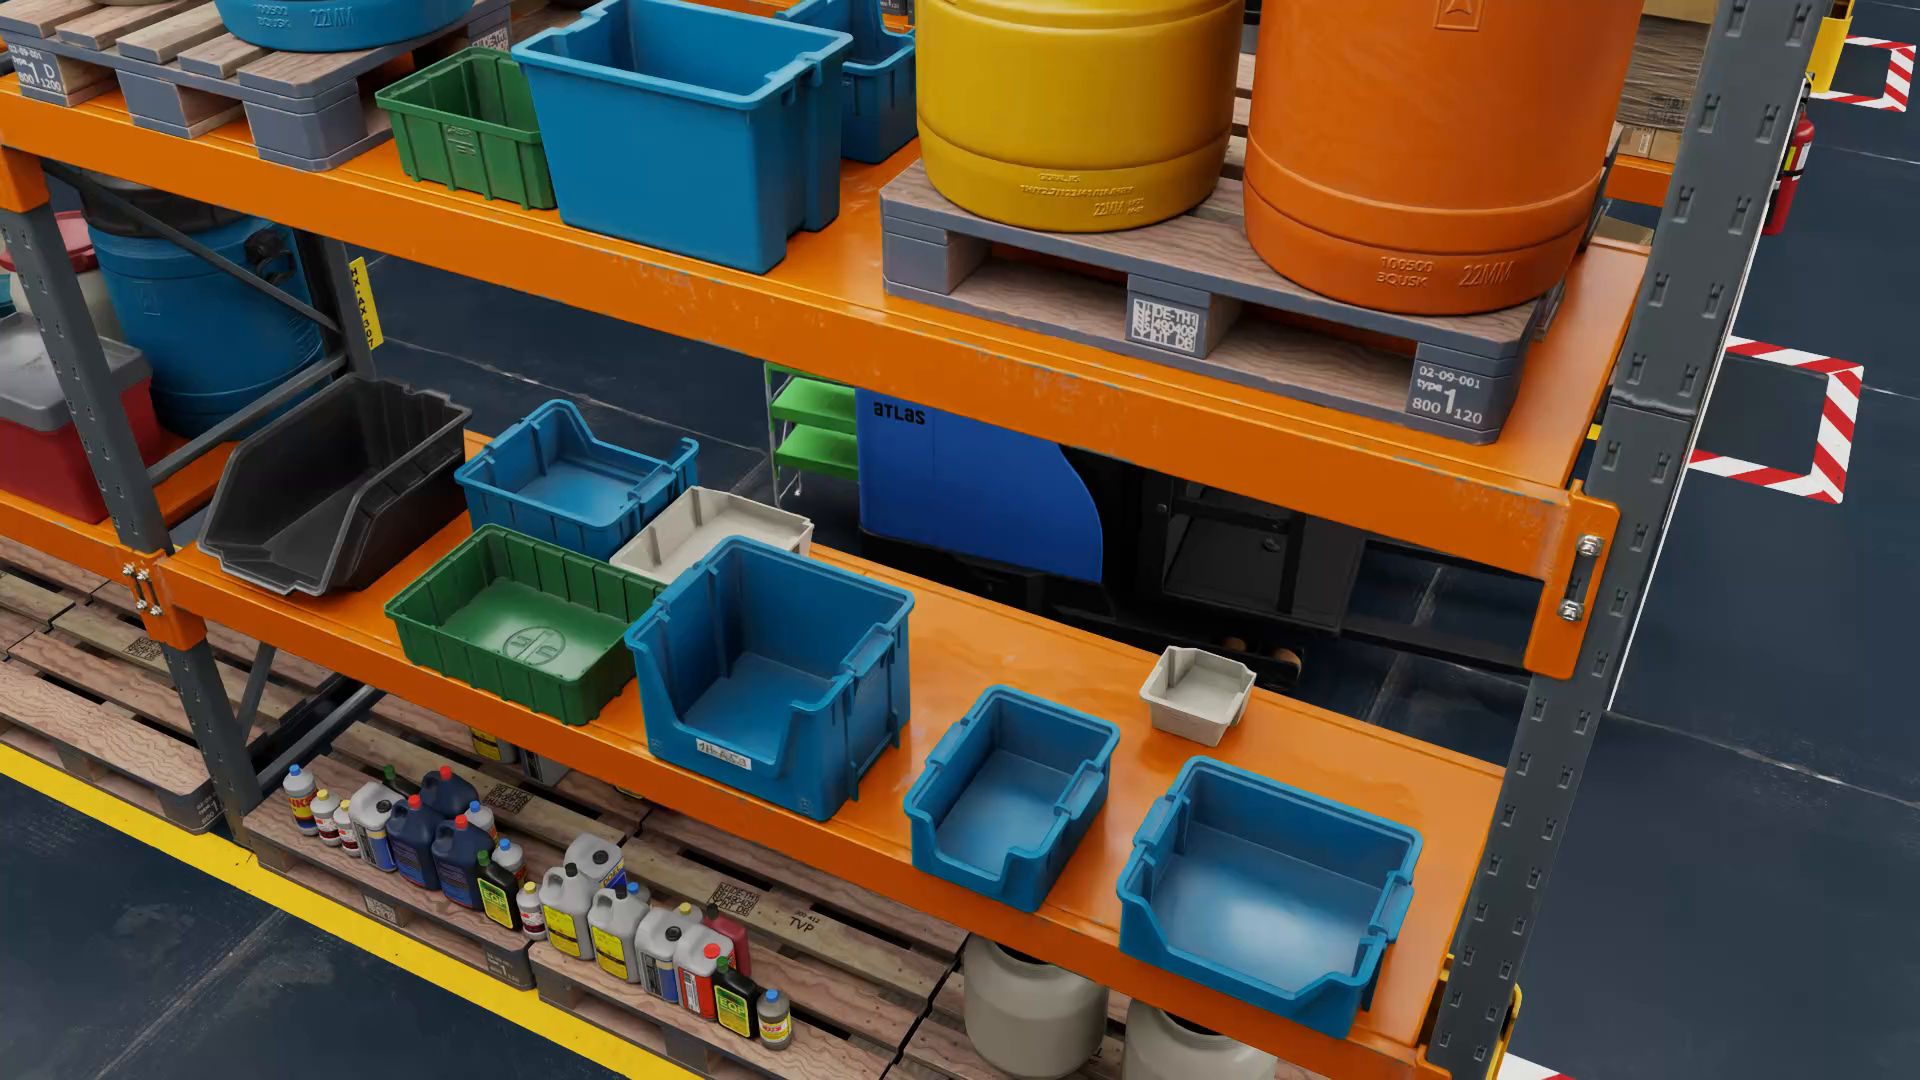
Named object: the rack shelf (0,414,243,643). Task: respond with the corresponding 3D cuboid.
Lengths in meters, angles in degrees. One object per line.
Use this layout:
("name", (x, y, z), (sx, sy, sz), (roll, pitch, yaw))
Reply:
("rack shelf", (-4.041, -0.650, 6.220), (4.000, 0.370, 1.077), (17, 41, 21))

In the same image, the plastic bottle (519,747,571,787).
("plastic bottle", (-1.436, 0.693, 5.744), (0.135, 0.276, 0.152), (17, 41, 21))

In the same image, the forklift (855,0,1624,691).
("forklift", (1.149, -0.945, 6.071), (3.031, 2.935, 1.130), (12, 39, 16))

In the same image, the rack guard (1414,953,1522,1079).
("rack guard", (1.198, 1.732, 4.555), (0.348, 0.500, 1.175), (17, 41, 21))

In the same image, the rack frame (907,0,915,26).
("rack frame", (0.013, -3.040, 8.773), (0.127, 3.000, 1.000), (17, 41, 21))

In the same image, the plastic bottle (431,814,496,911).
("plastic bottle", (-1.572, 0.999, 5.280), (0.185, 0.351, 0.144), (16, 40, 20))

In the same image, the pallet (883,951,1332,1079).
("pallet", (0.479, 1.618, 4.944), (1.213, 0.211, 1.003), (17, 41, 21))

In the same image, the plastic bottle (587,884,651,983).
("plastic bottle", (-1.029, 1.169, 5.056), (0.185, 0.351, 0.144), (19, 41, 23))

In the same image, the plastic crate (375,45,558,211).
("plastic crate", (-0.989, -0.906, 3.657), (0.450, 0.188, 0.336), (17, 41, 21))

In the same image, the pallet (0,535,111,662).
("pallet", (-4.068, 0.194, 6.820), (1.213, 0.211, 1.003), (17, 41, 21))

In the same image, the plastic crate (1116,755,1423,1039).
("plastic crate", (0.705, 0.813, 3.822), (0.616, 0.251, 0.499), (17, 41, 21))

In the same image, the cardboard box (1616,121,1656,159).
("cardboard box", (2.995, -1.866, 7.435), (0.250, 0.149, 0.380), (17, 41, 21))

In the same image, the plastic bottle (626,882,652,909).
("plastic bottle", (-1.012, 1.152, 5.203), (0.097, 0.201, 0.097), (0, 37, 0))

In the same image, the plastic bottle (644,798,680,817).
("plastic bottle", (-1.010, 0.798, 5.600), (0.133, 0.283, 0.061), (17, 41, 21))

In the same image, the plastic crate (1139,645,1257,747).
("plastic crate", (0.640, 0.415, 4.440), (0.250, 0.136, 0.298), (17, 41, 21))

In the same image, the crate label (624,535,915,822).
("crate label", (-0.472, 0.351, 4.277), (0.616, 0.435, 0.502), (17, 41, 21))

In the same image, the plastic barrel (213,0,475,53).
("plastic barrel", (-1.431, -1.608, 3.644), (0.708, 0.901, 0.600), (17, 41, 21))

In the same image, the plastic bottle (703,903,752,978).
("plastic bottle", (-0.709, 1.221, 5.043), (0.133, 0.283, 0.061), (17, 41, 21))

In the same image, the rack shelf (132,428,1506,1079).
("rack shelf", (-0.489, 0.462, 4.755), (4.000, 0.370, 1.077), (17, 41, 21))

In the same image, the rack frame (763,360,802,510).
("rack frame", (-0.767, -0.640, 7.101), (0.015, 1.200, 0.240), (12, 39, 16))

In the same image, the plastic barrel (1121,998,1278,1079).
("plastic barrel", (0.667, 1.414, 4.617), (0.421, 0.512, 0.421), (0, 37, 0))

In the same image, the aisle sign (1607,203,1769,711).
("aisle sign", (1.214, -0.124, 2.783), (0.004, 0.787, 0.394), (17, 41, 21))

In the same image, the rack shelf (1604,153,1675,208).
("rack shelf", (1.788, -2.197, 8.258), (4.000, 0.370, 1.077), (17, 41, 21))

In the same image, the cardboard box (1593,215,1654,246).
("cardboard box", (3.018, -1.282, 8.178), (0.500, 0.500, 0.500), (25, 44, 29))

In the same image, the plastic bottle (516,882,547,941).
("plastic bottle", (-1.331, 1.150, 5.205), (0.097, 0.201, 0.097), (0, 37, 0))

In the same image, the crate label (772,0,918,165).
("crate label", (-0.224, -1.102, 3.862), (0.408, 0.251, 0.502), (17, 41, 21))

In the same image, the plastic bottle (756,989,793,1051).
("plastic bottle", (-0.546, 1.396, 4.881), (0.097, 0.201, 0.097), (0, 37, 0))

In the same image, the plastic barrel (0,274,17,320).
("plastic barrel", (-3.370, -0.776, 5.905), (0.301, 0.262, 0.301), (0, 37, 0))

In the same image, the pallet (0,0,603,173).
("pallet", (-1.580, -1.352, 4.225), (1.003, 0.211, 1.213), (17, 41, 21))

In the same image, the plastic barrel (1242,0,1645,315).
("plastic barrel", (0.797, -0.868, 2.729), (0.708, 0.830, 0.600), (17, 41, 21))

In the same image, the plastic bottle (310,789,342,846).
("plastic bottle", (-2.094, 0.911, 5.519), (0.097, 0.201, 0.097), (0, 37, 0))

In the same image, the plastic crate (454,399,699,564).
("plastic crate", (-1.158, -0.159, 5.102), (0.616, 0.251, 0.499), (17, 41, 21))

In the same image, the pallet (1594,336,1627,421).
("pallet", (2.792, -1.083, 8.502), (1.213, 0.211, 1.003), (17, 41, 21))

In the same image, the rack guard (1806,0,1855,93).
("rack guard", (5.957, -3.560, 11.526), (0.348, 0.500, 1.175), (17, 41, 21))

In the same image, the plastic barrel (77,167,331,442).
("plastic barrel", (-2.469, -0.850, 5.474), (0.708, 0.901, 0.600), (17, 41, 21))

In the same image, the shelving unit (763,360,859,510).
("shelving unit", (-0.538, -0.589, 7.034), (0.503, 1.200, 0.258), (12, 39, 16))

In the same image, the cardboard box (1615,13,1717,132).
("cardboard box", (3.089, -2.253, 7.409), (0.500, 0.500, 0.875), (17, 41, 21))

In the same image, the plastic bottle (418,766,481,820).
("plastic bottle", (-1.673, 0.869, 5.451), (0.185, 0.351, 0.144), (17, 41, 21))

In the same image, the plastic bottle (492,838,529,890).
("plastic bottle", (-1.424, 1.052, 5.276), (0.097, 0.271, 0.097), (0, 37, 0))

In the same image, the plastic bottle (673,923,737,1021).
("plastic bottle", (-0.757, 1.281, 4.970), (0.135, 0.276, 0.152), (18, 41, 22))

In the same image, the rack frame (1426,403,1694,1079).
("rack frame", (1.287, 0.732, 3.805), (0.127, 3.000, 1.000), (17, 41, 21))

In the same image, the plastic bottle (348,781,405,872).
("plastic bottle", (-1.884, 0.928, 5.435), (0.135, 0.276, 0.152), (19, 41, 23))

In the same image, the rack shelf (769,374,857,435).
("rack shelf", (-0.538, -0.539, 7.073), (0.480, 0.148, 0.258), (12, 39, 16))

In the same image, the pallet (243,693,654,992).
("pallet", (-1.688, 0.939, 5.838), (1.213, 0.211, 1.003), (17, 41, 21))
